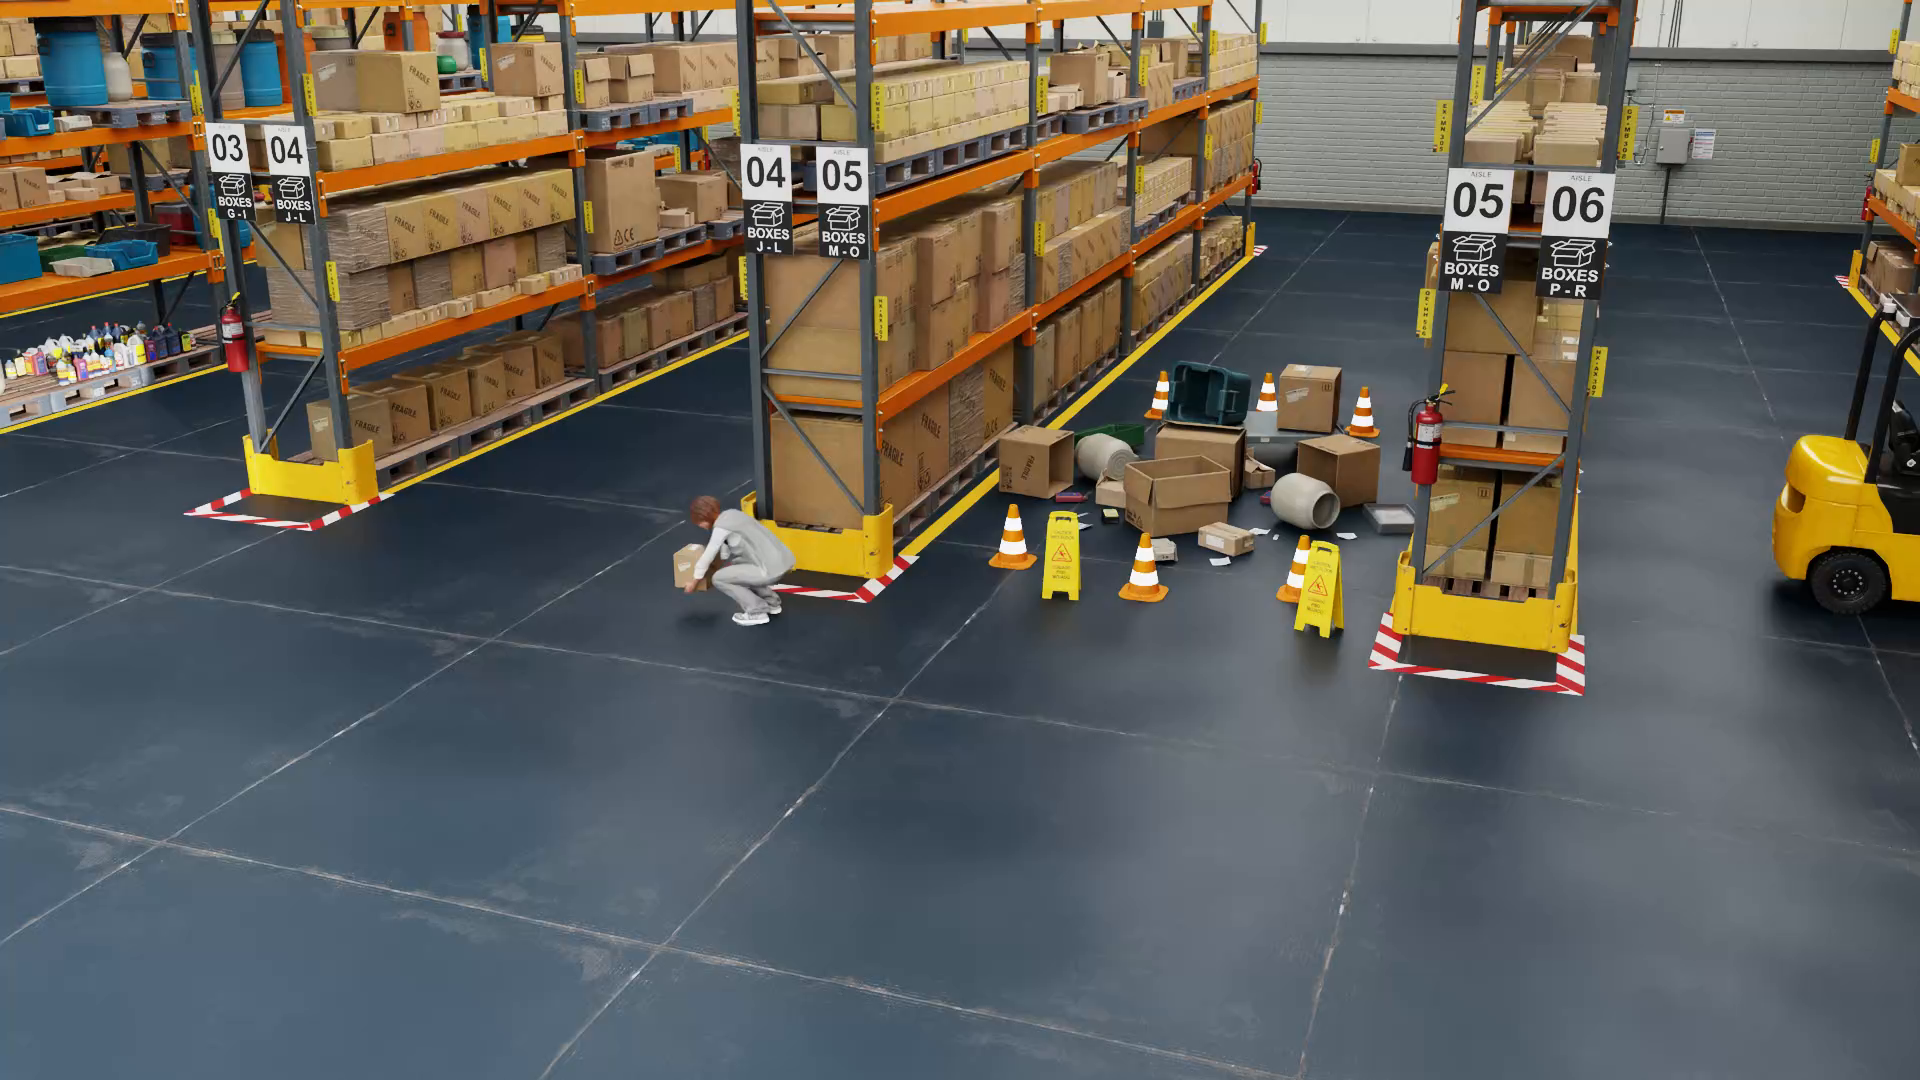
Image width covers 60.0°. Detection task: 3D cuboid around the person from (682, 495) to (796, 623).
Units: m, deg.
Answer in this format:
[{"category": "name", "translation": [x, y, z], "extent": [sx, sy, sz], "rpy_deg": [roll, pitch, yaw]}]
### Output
[{"category": "person", "translation": [-1.569, 0.134, 11.808], "extent": [0.810, 0.876, 0.458], "rpy_deg": [6, 20, 18]}]
